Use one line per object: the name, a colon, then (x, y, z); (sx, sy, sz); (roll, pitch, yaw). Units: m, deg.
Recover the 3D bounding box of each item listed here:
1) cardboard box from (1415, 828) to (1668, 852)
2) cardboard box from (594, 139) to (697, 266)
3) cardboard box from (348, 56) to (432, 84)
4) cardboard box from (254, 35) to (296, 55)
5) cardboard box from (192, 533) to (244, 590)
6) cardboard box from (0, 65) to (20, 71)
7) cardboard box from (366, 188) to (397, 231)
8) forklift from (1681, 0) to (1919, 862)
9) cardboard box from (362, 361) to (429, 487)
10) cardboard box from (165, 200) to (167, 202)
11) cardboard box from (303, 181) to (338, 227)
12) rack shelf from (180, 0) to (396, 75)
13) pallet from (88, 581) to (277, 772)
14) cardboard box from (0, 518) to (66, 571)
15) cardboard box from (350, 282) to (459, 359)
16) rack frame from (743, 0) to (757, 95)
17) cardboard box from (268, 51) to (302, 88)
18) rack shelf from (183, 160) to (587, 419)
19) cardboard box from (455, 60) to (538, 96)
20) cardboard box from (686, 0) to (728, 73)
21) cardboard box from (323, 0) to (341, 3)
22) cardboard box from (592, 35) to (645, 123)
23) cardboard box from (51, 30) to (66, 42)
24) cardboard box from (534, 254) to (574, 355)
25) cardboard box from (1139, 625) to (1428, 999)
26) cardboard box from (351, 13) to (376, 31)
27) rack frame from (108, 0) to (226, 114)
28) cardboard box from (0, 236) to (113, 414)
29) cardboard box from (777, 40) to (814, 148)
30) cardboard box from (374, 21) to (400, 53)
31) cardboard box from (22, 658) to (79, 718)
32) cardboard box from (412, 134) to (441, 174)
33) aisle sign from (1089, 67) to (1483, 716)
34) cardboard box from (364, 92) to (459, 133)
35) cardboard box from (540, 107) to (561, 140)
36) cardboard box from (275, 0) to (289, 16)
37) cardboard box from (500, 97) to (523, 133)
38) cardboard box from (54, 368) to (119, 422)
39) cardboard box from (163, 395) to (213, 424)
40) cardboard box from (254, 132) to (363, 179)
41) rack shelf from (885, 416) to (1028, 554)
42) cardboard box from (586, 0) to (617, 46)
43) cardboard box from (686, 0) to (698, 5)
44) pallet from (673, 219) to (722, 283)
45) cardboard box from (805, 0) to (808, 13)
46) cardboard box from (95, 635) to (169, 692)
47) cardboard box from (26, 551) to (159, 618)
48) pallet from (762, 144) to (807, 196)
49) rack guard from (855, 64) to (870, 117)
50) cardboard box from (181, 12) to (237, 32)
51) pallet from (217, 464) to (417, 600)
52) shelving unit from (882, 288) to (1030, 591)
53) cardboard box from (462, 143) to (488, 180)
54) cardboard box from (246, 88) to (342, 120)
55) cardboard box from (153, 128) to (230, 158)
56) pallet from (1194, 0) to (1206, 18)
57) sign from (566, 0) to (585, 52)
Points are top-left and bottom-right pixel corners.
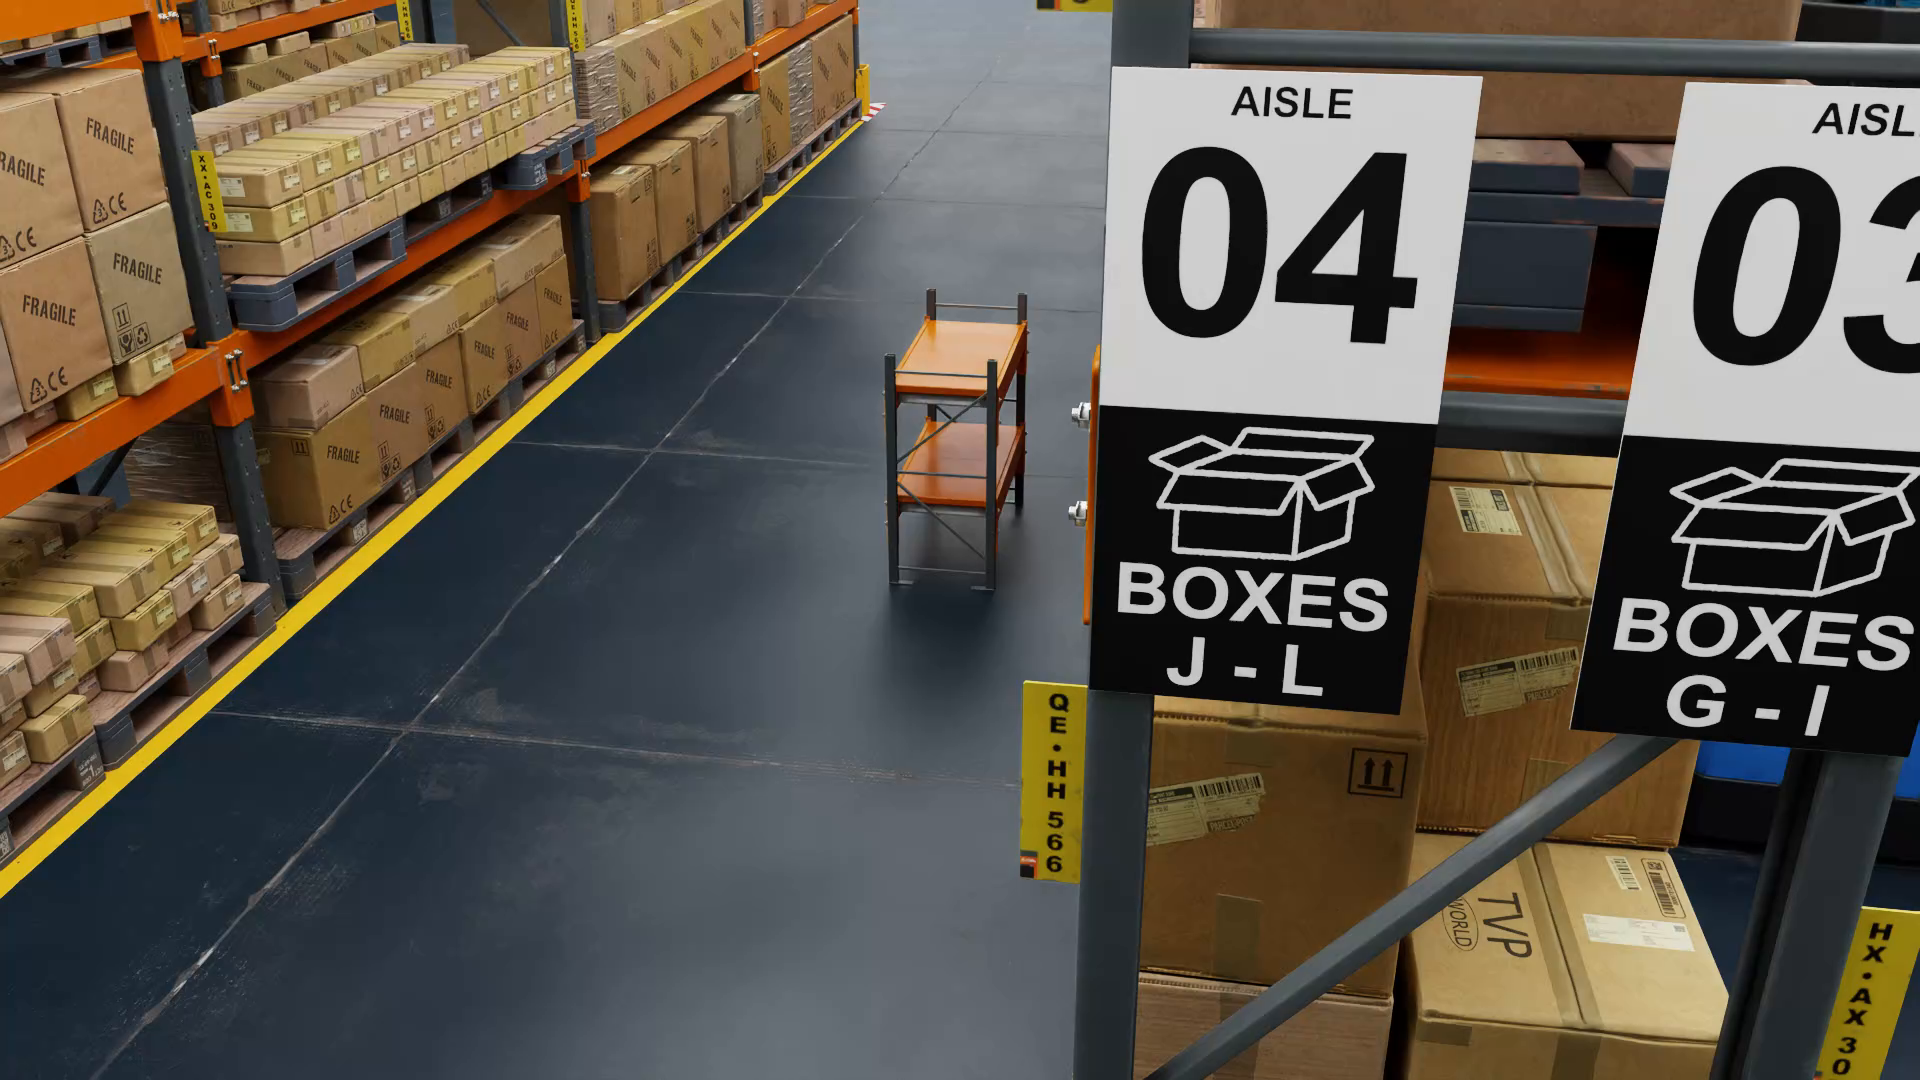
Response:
cardboard box: (1.092, 0.552, 3.358); (0.500, 0.250, 0.500); (4, 25, 8)
cardboard box: (-2.572, -2.499, 12.208); (1.050, 0.750, 0.750); (4, 25, 9)
cardboard box: (-3.253, -2.664, 9.502); (0.380, 0.149, 0.250); (4, 25, 8)
cardboard box: (-6.622, -4.756, 15.971); (0.380, 0.149, 0.250); (5, 26, 11)
cardboard box: (-3.292, 0.080, 7.057); (0.380, 0.149, 0.250); (5, 25, 10)
cardboard box: (-3.868, -1.501, 6.270); (0.500, 0.500, 0.500); (5, 25, 10)
cardboard box: (-2.909, -1.575, 7.877); (0.380, 0.149, 0.250); (4, 25, 9)
forklift: (3.334, -0.809, 6.522); (1.130, 2.935, 3.031); (5, 26, 11)
cardboard box: (-3.087, -0.610, 8.468); (0.500, 0.500, 0.500); (5, 26, 11)
cardboard box: (-3.684, -1.431, 7.219); (0.380, 0.149, 0.250); (5, 26, 10)
cardboard box: (-2.995, -1.493, 7.350); (0.380, 0.149, 0.250); (4, 25, 7)
rack shelf: (-6.820, -5.197, 16.664); (1.077, 0.370, 4.000); (4, 25, 9)
pallet: (-3.629, 0.506, 6.919); (1.003, 0.211, 1.213); (4, 25, 9)
cardboard box: (-3.918, 0.032, 6.808); (0.380, 0.149, 0.250); (5, 26, 11)
cardboard box: (-3.000, -1.164, 8.768); (0.500, 0.250, 0.500); (5, 26, 11)
rack frame: (-2.246, -4.386, 14.082); (1.000, 3.000, 0.127); (4, 25, 9)
cardboard box: (-6.708, -4.424, 16.026); (0.500, 0.500, 0.500); (5, 26, 11)
rack shelf: (-3.227, -1.551, 8.873); (1.077, 0.370, 4.000); (4, 25, 9)
cardboard box: (-2.614, -2.608, 9.382); (0.380, 0.149, 0.250); (5, 26, 10)
cardboard box: (-2.151, -3.983, 13.103); (0.500, 0.500, 0.500); (4, 25, 8)
cardboard box: (-6.483, -5.535, 16.832); (0.380, 0.149, 0.250); (4, 25, 8)
cardboard box: (-2.480, -3.140, 11.302); (0.500, 0.500, 0.500); (4, 25, 8)
cardboard box: (-7.284, -4.000, 13.058); (0.380, 0.149, 0.250); (3, 25, 7)
cardboard box: (-2.750, -1.478, 10.322); (0.500, 0.500, 0.500); (4, 25, 8)
cardboard box: (0.490, 0.390, 2.819); (0.500, 0.500, 0.500); (4, 25, 9)
cardboard box: (-6.360, -5.426, 17.403); (0.380, 0.149, 0.250); (5, 26, 10)
rack frame: (-7.146, -4.687, 14.724); (1.000, 3.000, 0.127); (4, 25, 9)
cardboard box: (-3.440, -0.781, 5.911); (0.500, 0.500, 0.500); (3, 25, 7)
cardboard box: (-1.931, -4.249, 15.801); (0.875, 0.875, 0.875); (4, 25, 9)
cardboard box: (-6.366, -5.291, 17.879); (0.500, 0.500, 0.500); (4, 25, 9)
cardboard box: (-3.510, 0.513, 6.132); (0.380, 0.149, 0.250); (5, 25, 10)
cardboard box: (-2.826, -1.933, 8.292); (0.380, 0.149, 0.250); (4, 25, 8)
aisle sign: (0.361, -0.149, 1.964); (0.394, 0.787, 0.004); (4, 25, 9)
cardboard box: (-2.785, -2.173, 8.452); (0.380, 0.149, 0.250); (5, 26, 10)
cardboard box: (-2.570, -2.447, 9.741); (0.380, 0.149, 0.250); (4, 25, 8)
cardboard box: (-6.688, -5.119, 15.945); (0.380, 0.149, 0.250); (4, 25, 8)
cardboard box: (-2.655, -2.359, 9.202); (0.380, 0.149, 0.250); (4, 25, 9)
cardboard box: (-3.407, -0.568, 6.221); (0.380, 0.149, 0.250); (5, 26, 11)
cardboard box: (-3.682, -0.767, 7.918); (0.500, 0.250, 0.500); (3, 25, 7)
cardboard box: (-2.952, -1.743, 7.534); (0.380, 0.149, 0.250); (4, 25, 9)
rack shelf: (-0.001, -0.285, 8.109); (0.538, 0.278, 1.000); (4, 25, 9)
cardboard box: (-2.736, -3.610, 11.126); (0.700, 0.500, 0.500); (4, 25, 8)
cardboard box: (-2.404, -4.461, 12.944); (0.700, 0.500, 0.500); (4, 25, 8)
pallet: (-2.495, -2.283, 12.879); (1.003, 0.211, 1.213); (4, 25, 9)
cardboard box: (-1.938, -5.287, 15.830); (0.875, 0.550, 0.500); (4, 25, 9)
cardboard box: (-3.386, 0.466, 6.583); (0.380, 0.149, 0.250); (3, 25, 7)
cardboard box: (-3.391, 0.173, 6.509); (0.380, 0.149, 0.250); (4, 25, 8)
pallet: (-2.045, -3.436, 15.341); (1.003, 0.211, 1.213); (4, 25, 9)
rack guard: (-1.589, -4.937, 18.207); (1.175, 0.500, 0.348); (4, 25, 9)
cardboard box: (-6.778, -4.682, 15.011); (0.380, 0.149, 0.250); (4, 25, 8)
pallet: (-3.428, -0.103, 8.221); (1.003, 0.211, 1.213); (4, 25, 9)
shelving unit: (-0.001, -0.507, 8.005); (0.538, 1.125, 1.048); (4, 25, 9)
cardboard box: (-2.742, -2.015, 8.818); (0.380, 0.149, 0.250); (5, 26, 10)
cardboard box: (-3.424, -2.225, 8.565); (0.380, 0.149, 0.250); (4, 25, 8)
cardboard box: (-3.594, -1.788, 7.630); (0.380, 0.149, 0.250); (3, 25, 7)
pallet: (0.977, -1.122, 3.676); (1.003, 0.211, 1.213); (4, 25, 9)
sign: (-2.363, -3.168, 10.207); (0.100, 0.325, 0.005); (4, 25, 9)
